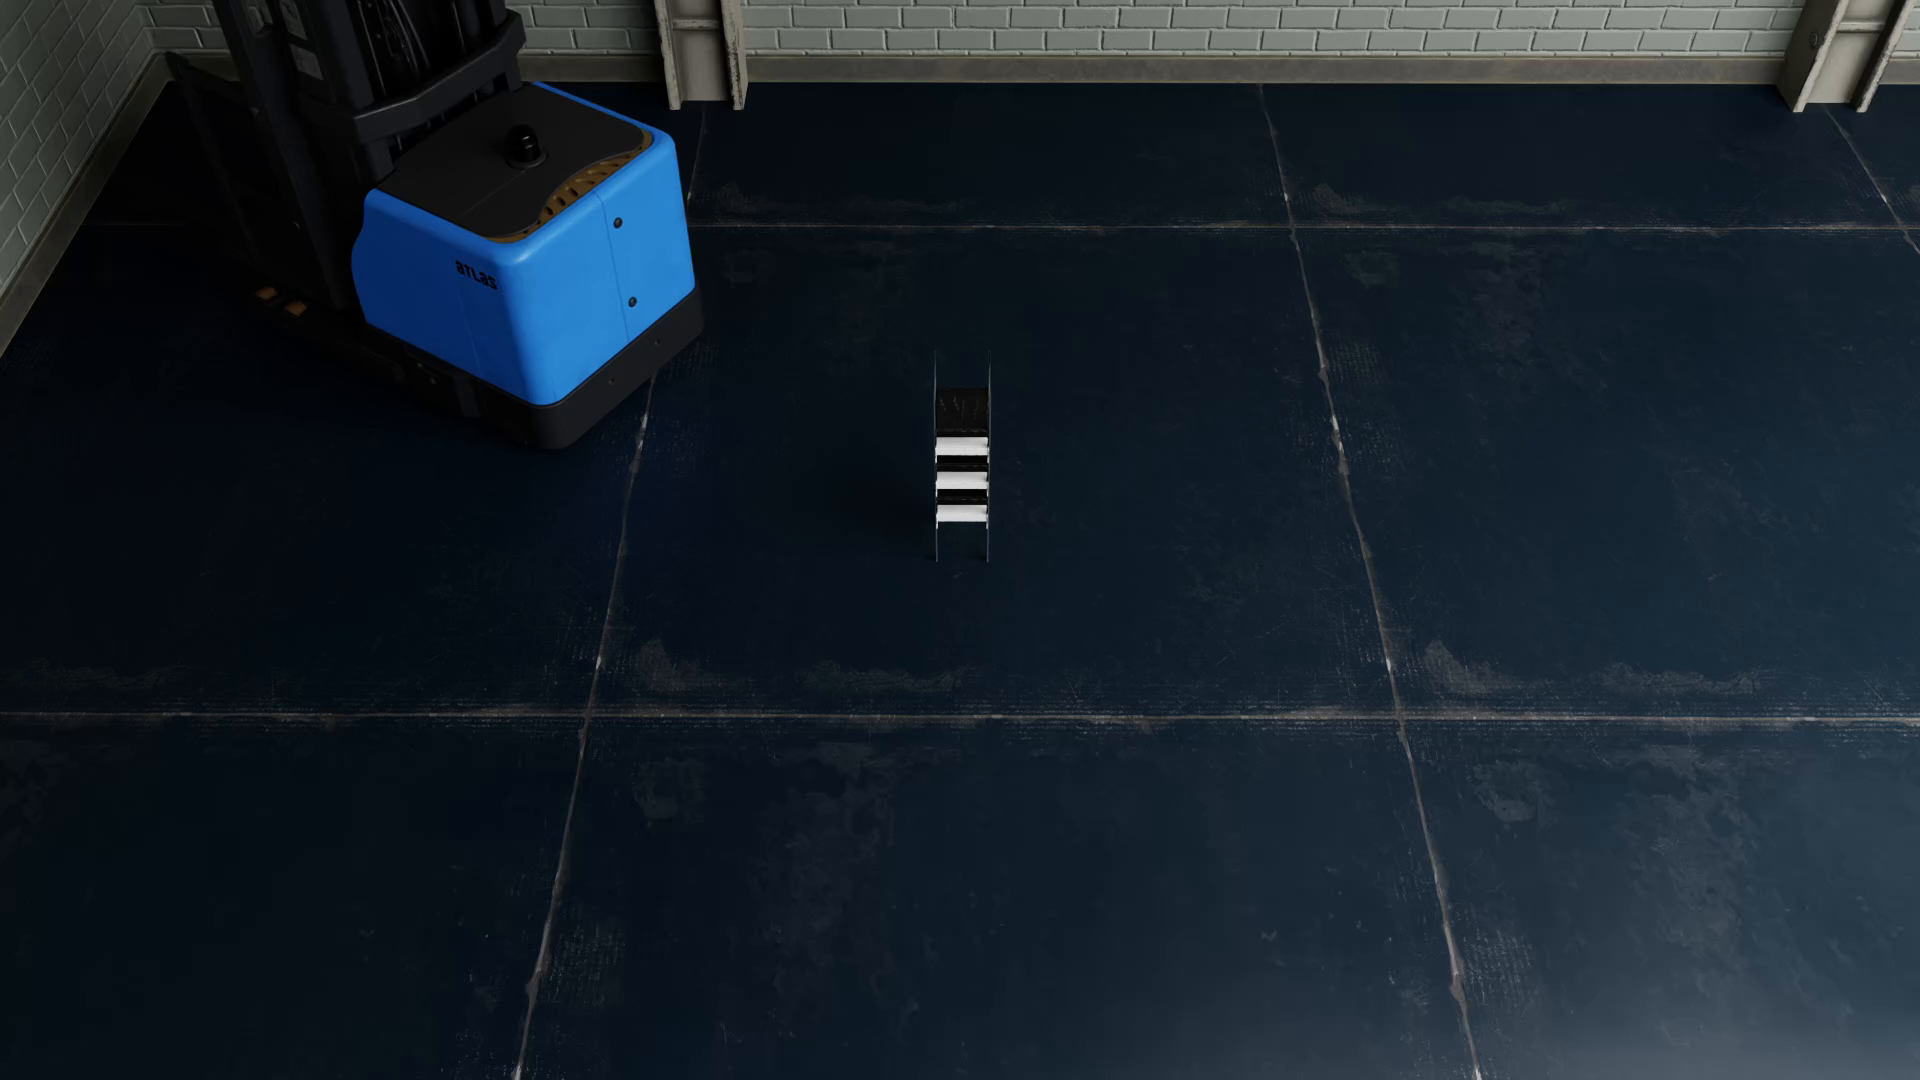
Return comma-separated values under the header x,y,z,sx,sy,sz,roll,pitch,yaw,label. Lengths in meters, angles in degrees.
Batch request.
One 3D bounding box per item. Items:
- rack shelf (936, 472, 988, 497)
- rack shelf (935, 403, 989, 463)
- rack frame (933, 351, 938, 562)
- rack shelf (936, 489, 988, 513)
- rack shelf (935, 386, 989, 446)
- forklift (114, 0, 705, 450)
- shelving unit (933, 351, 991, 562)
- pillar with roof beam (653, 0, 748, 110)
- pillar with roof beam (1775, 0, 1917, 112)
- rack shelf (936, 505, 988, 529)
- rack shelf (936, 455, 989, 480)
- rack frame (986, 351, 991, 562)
x,y,z,sx,sy,sz,roll,pitch,yaw,label
0.008,-0.284,6.445,0.200,0.077,0.258,0,47,0,rack shelf
0.008,-0.406,6.313,0.200,0.077,0.258,0,47,0,rack shelf
-0.094,-0.307,6.421,0.006,0.900,0.240,0,47,0,rack frame
0.008,-0.223,6.511,0.200,0.077,0.258,0,47,0,rack shelf
0.008,-0.468,6.247,0.200,0.077,0.258,0,47,0,rack shelf
-2.674,-2.225,6.819,3.031,2.935,1.130,25,52,22,forklift
0.008,-0.307,6.421,0.210,0.900,0.258,0,47,0,shelving unit
-1.374,-2.329,2.770,0.400,9.000,9.100,0,47,0,pillar with roof beam
4.626,-2.313,2.755,0.400,9.000,9.100,0,47,0,pillar with roof beam
0.008,-0.161,6.577,0.200,0.077,0.258,0,47,0,rack shelf
0.008,-0.345,6.379,0.200,0.077,0.258,0,47,0,rack shelf
0.110,-0.306,6.420,0.006,0.900,0.240,0,47,0,rack frame
